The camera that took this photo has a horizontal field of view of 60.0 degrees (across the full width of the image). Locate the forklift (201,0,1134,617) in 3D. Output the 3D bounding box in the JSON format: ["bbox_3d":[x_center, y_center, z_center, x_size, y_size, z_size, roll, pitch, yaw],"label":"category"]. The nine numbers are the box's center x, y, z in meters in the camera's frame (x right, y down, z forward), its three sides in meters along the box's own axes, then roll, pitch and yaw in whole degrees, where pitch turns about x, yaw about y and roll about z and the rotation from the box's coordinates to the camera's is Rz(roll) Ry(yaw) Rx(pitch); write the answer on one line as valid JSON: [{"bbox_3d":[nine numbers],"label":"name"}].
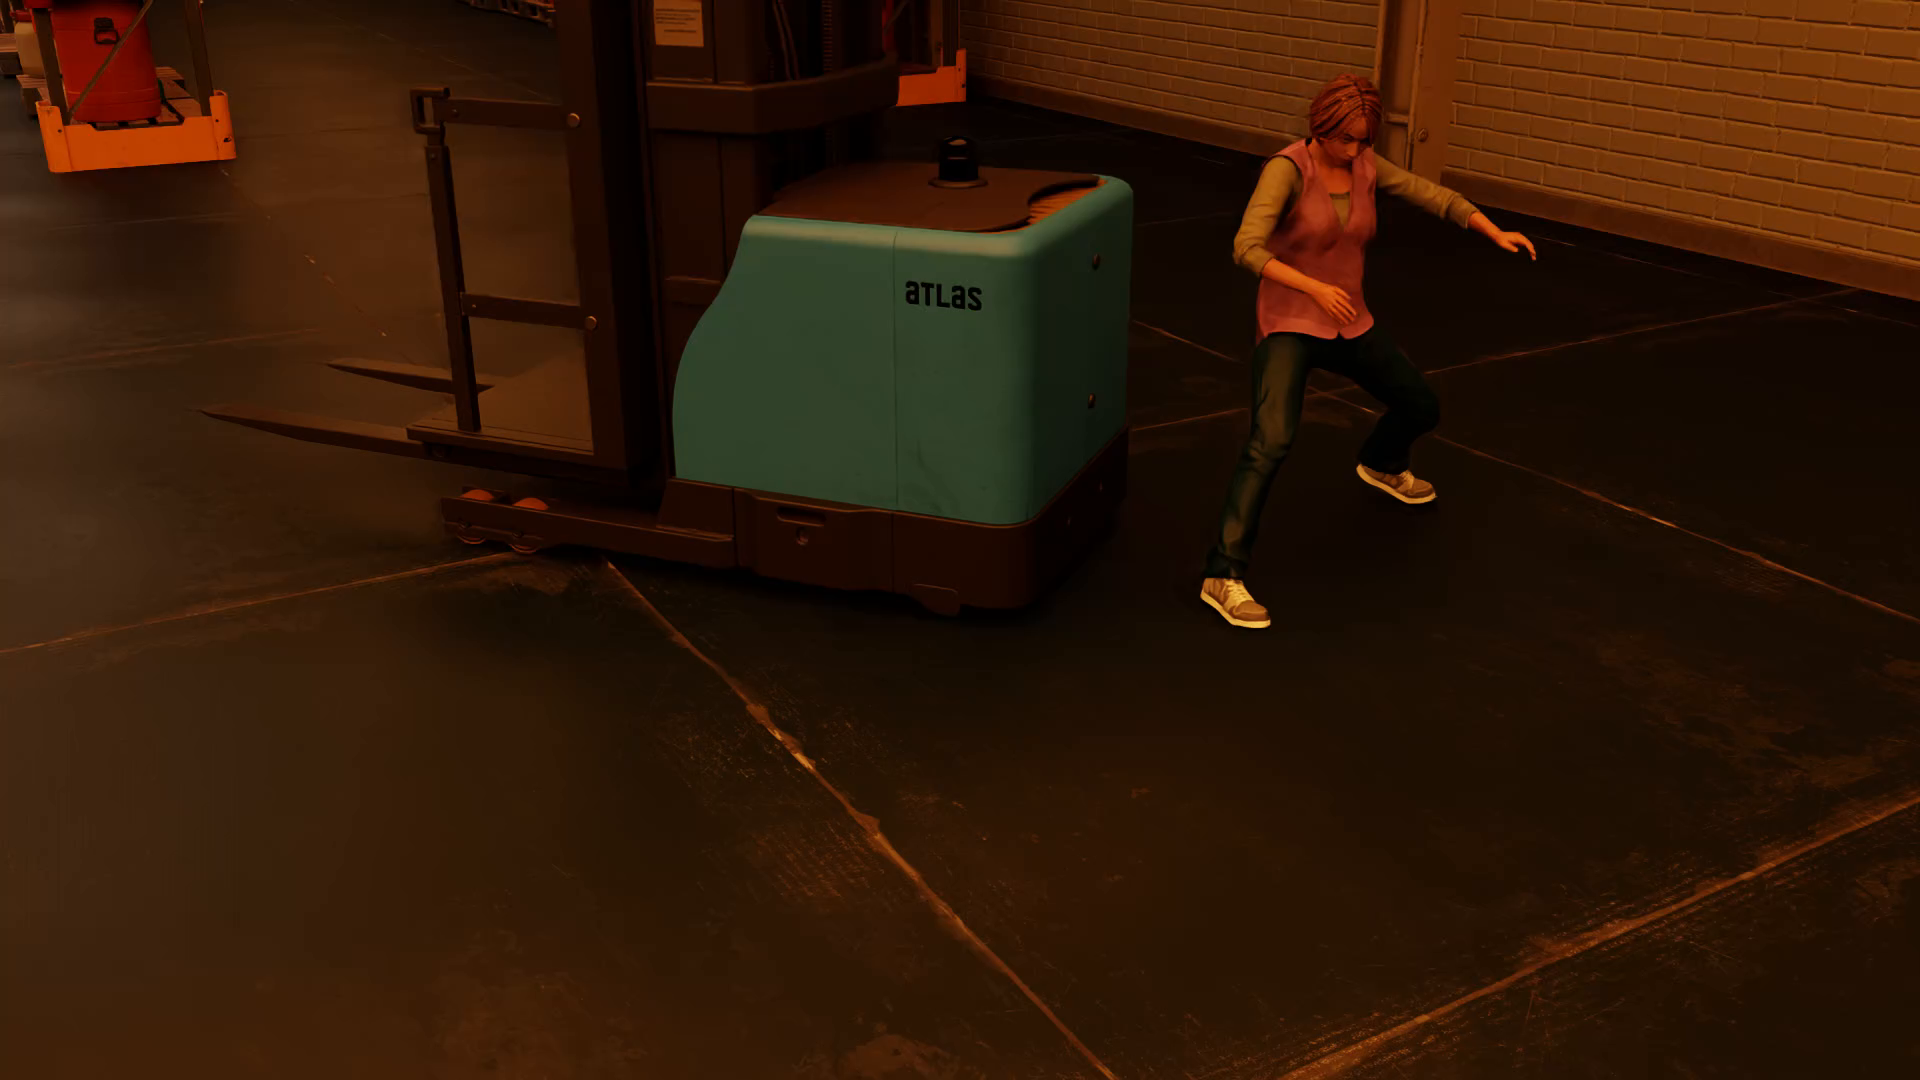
[{"bbox_3d":[-1.039,-1.489,4.903,3.031,2.935,1.130,9,24,20],"label":"forklift"}]

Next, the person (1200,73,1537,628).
[{"bbox_3d":[1.127,-0.594,4.766,1.122,1.392,0.761,-10,24,-22],"label":"person"}]
